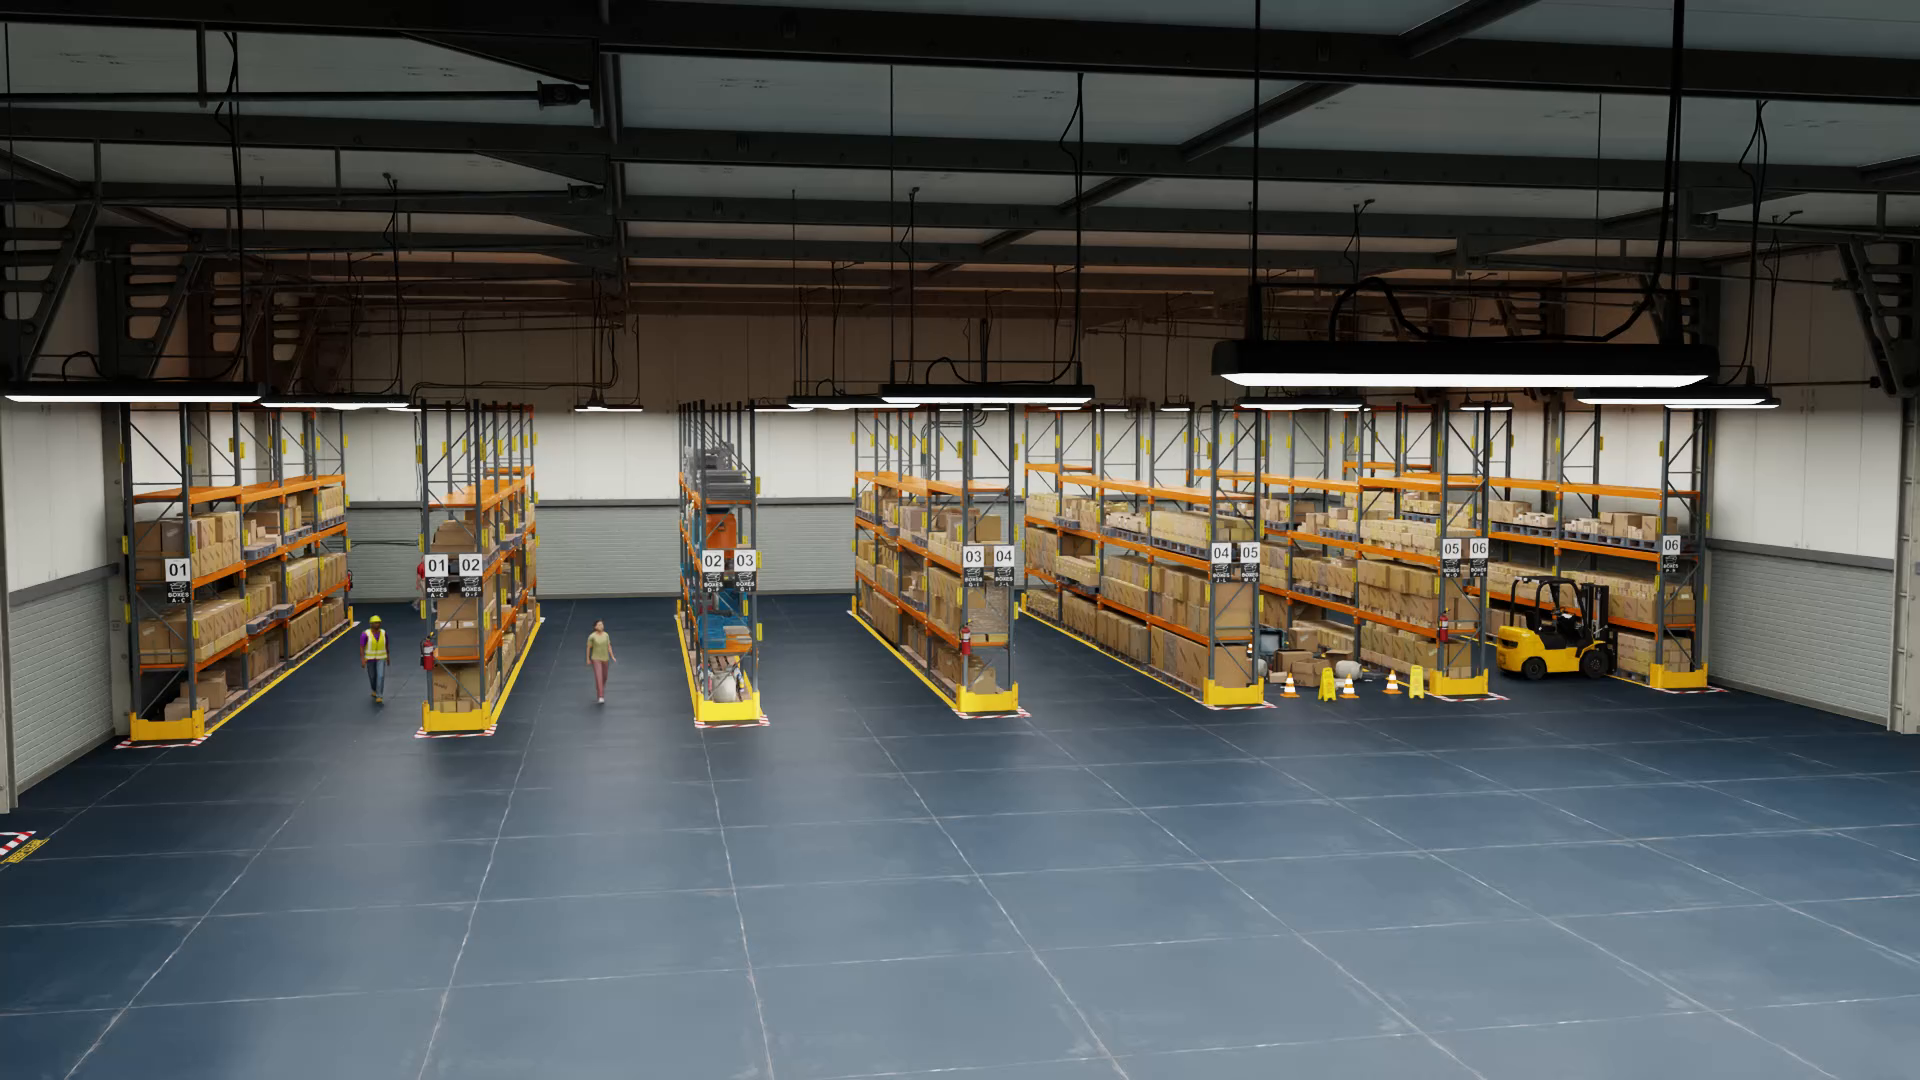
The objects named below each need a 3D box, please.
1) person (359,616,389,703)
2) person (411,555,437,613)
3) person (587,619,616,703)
[{"bbox_3d":[-11.667,2.364,33.100,0.534,1.714,1.093,-1,4,-14],"label":"person"},{"bbox_3d":[-15.390,1.258,47.872,0.946,1.687,0.532,1,4,13],"label":"person"},{"bbox_3d":[-7.180,2.387,33.229,0.540,1.620,1.033,-2,5,-26],"label":"person"}]
